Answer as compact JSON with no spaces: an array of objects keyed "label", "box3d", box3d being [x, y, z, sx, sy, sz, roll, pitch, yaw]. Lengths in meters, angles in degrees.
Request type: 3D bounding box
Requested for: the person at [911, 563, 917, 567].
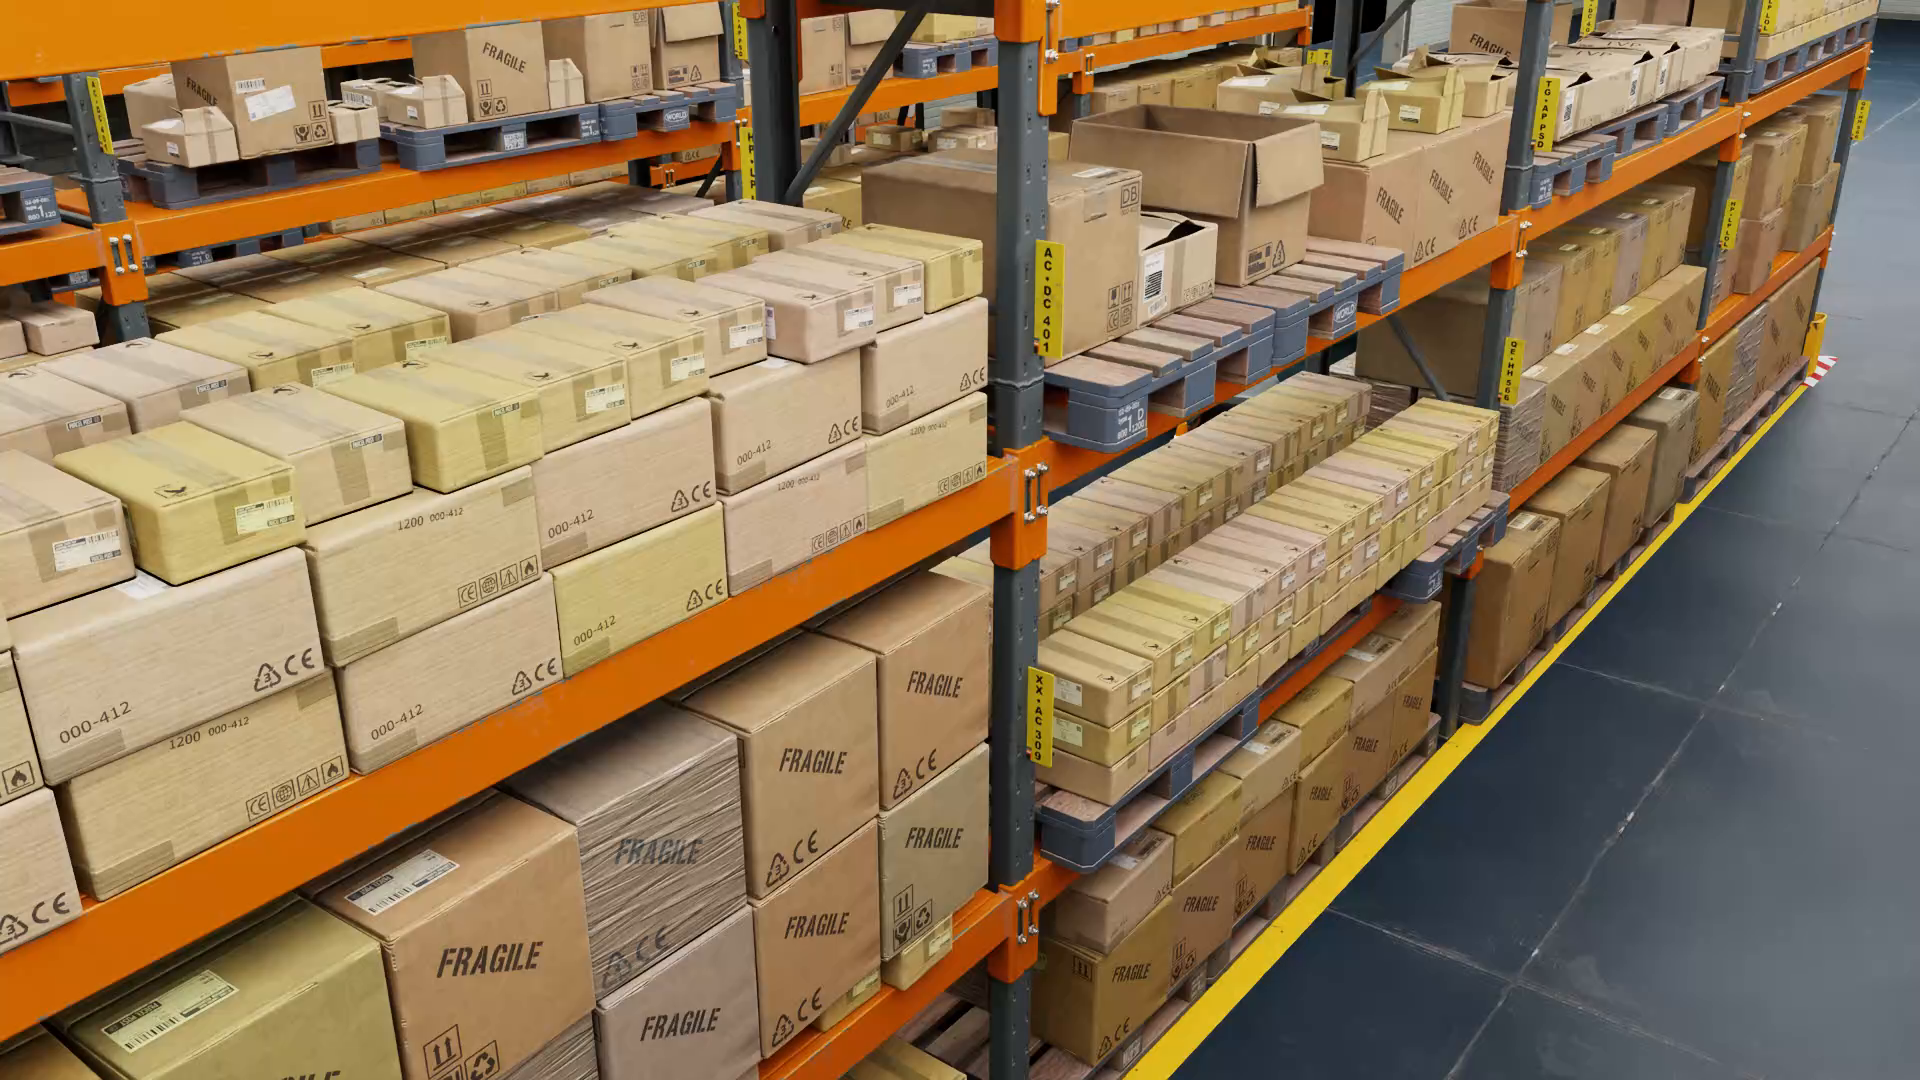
[{"label":"person","box3d":[-0.426,-0.453,10.120,0.561,1.762,0.354,17,29,35]}]
